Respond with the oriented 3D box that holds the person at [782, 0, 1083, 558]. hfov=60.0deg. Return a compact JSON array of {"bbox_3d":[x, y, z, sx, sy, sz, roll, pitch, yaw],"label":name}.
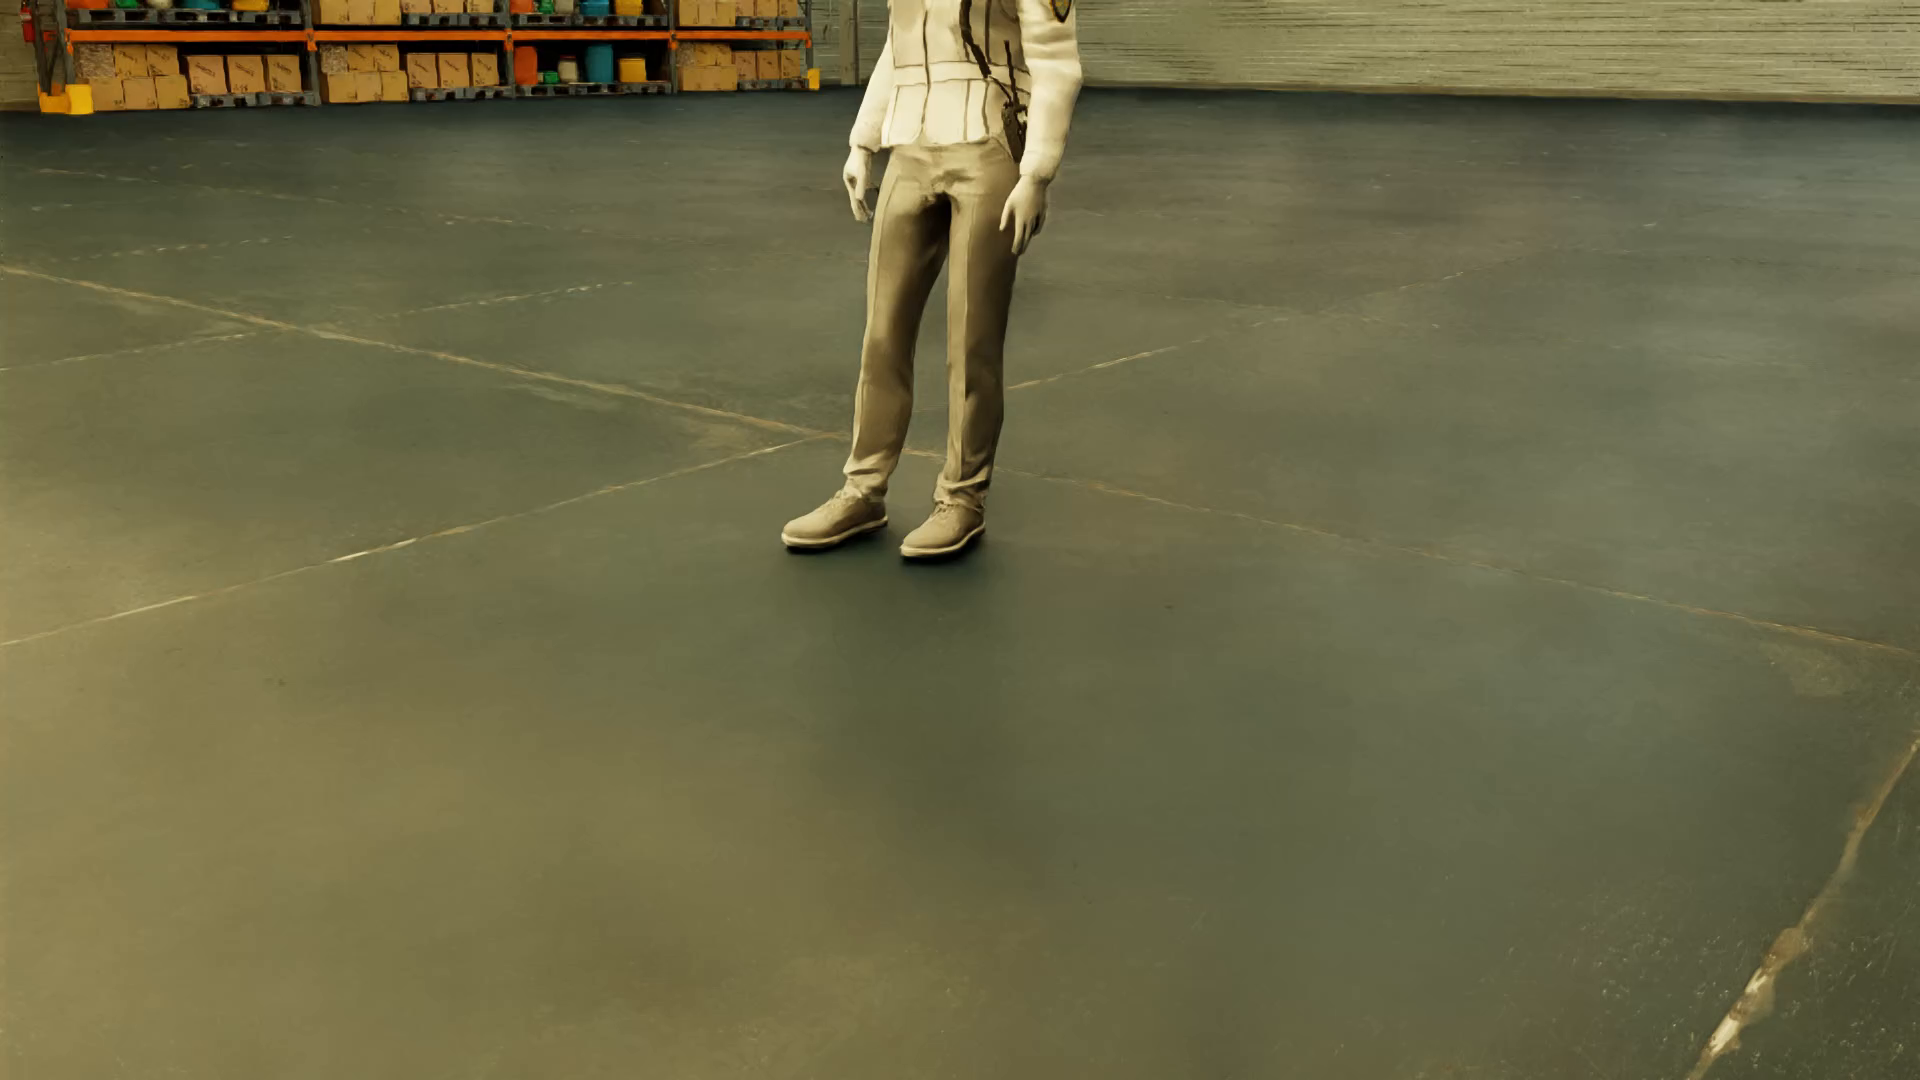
[{"bbox_3d":[-0.048,-0.804,3.648,0.586,1.695,0.532,13,21,37],"label":"person"}]
